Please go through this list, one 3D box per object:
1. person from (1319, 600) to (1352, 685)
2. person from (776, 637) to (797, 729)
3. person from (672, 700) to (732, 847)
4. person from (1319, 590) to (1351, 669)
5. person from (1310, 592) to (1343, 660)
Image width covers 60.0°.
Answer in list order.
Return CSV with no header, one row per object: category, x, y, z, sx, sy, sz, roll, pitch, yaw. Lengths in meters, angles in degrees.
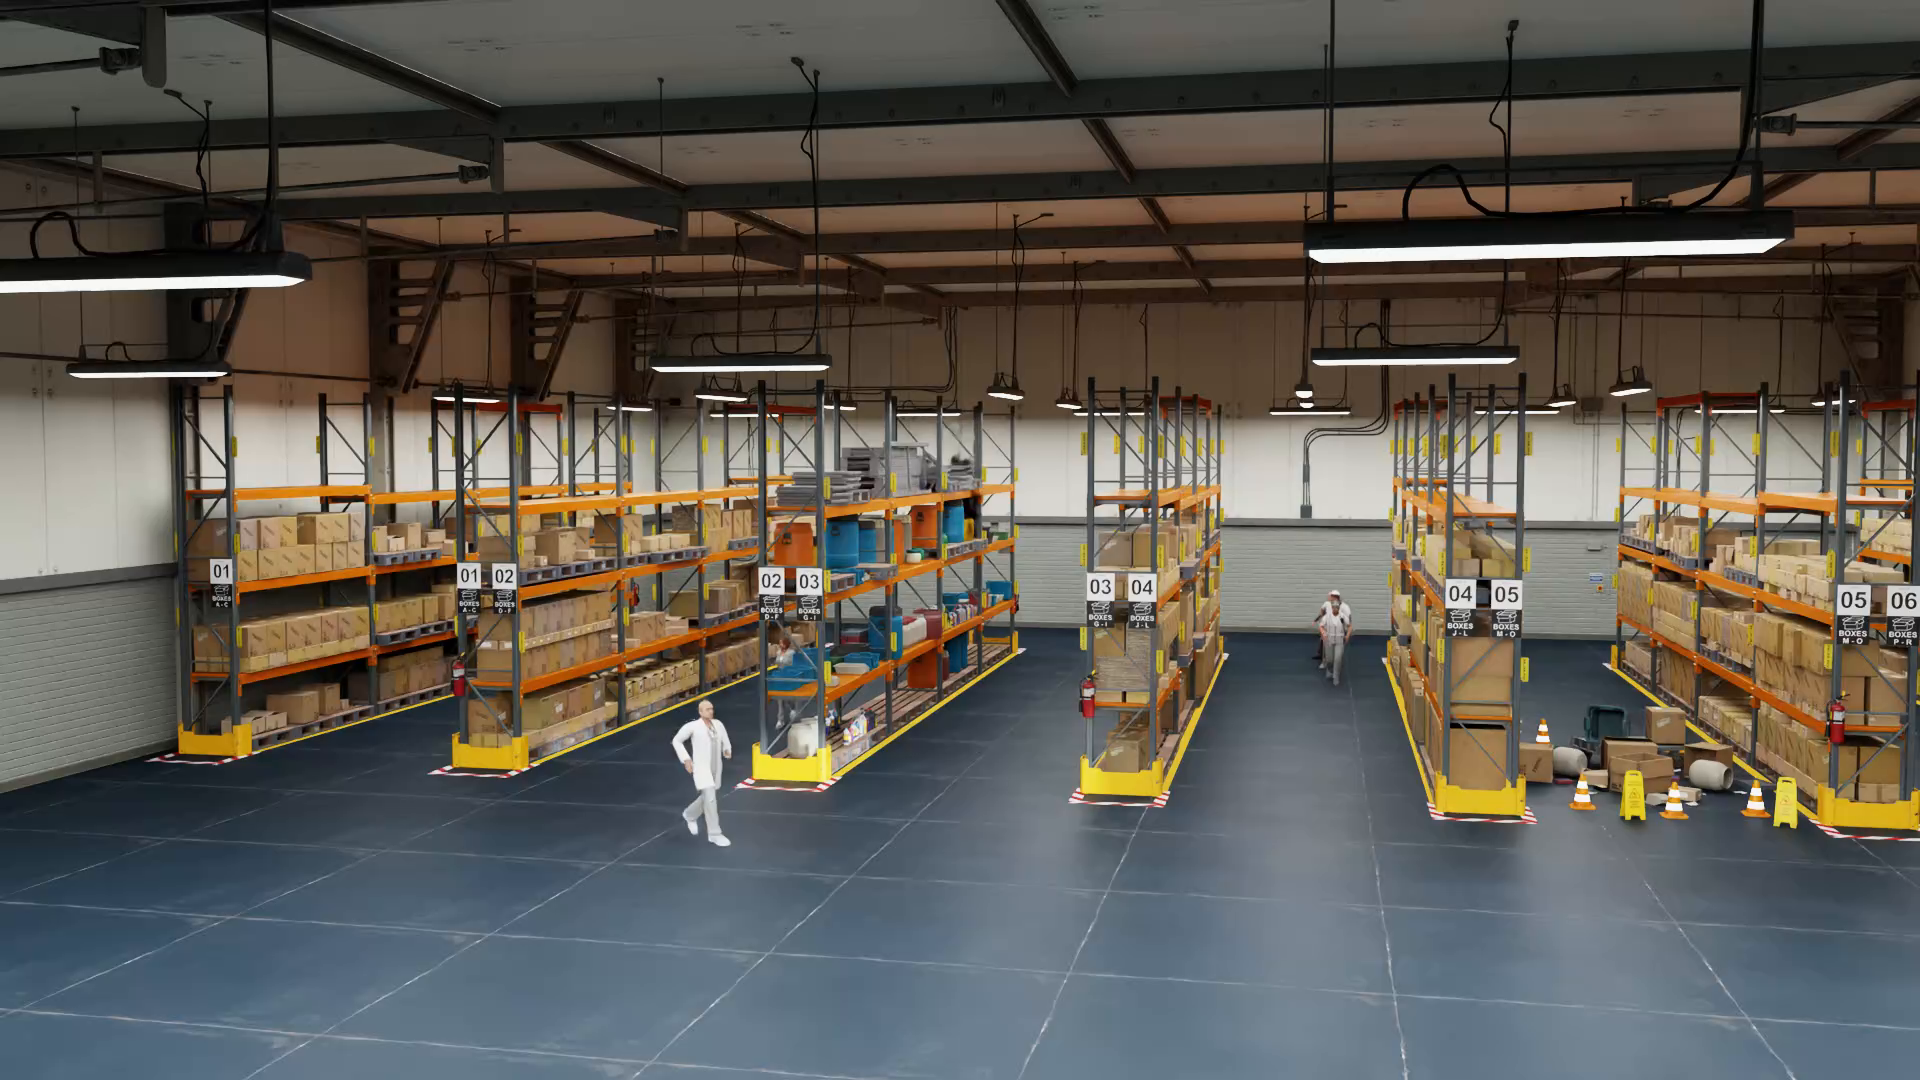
person,7.990,2.155,35.359,0.689,1.773,0.709,1,3,13
person,-3.106,2.536,29.842,0.515,1.606,0.815,1,3,17
person,-3.219,2.911,21.029,1.035,1.774,0.716,3,4,42
person,8.500,2.021,37.627,0.692,1.803,0.723,1,3,19
person,8.615,2.036,38.777,0.925,1.671,0.534,3,4,39
